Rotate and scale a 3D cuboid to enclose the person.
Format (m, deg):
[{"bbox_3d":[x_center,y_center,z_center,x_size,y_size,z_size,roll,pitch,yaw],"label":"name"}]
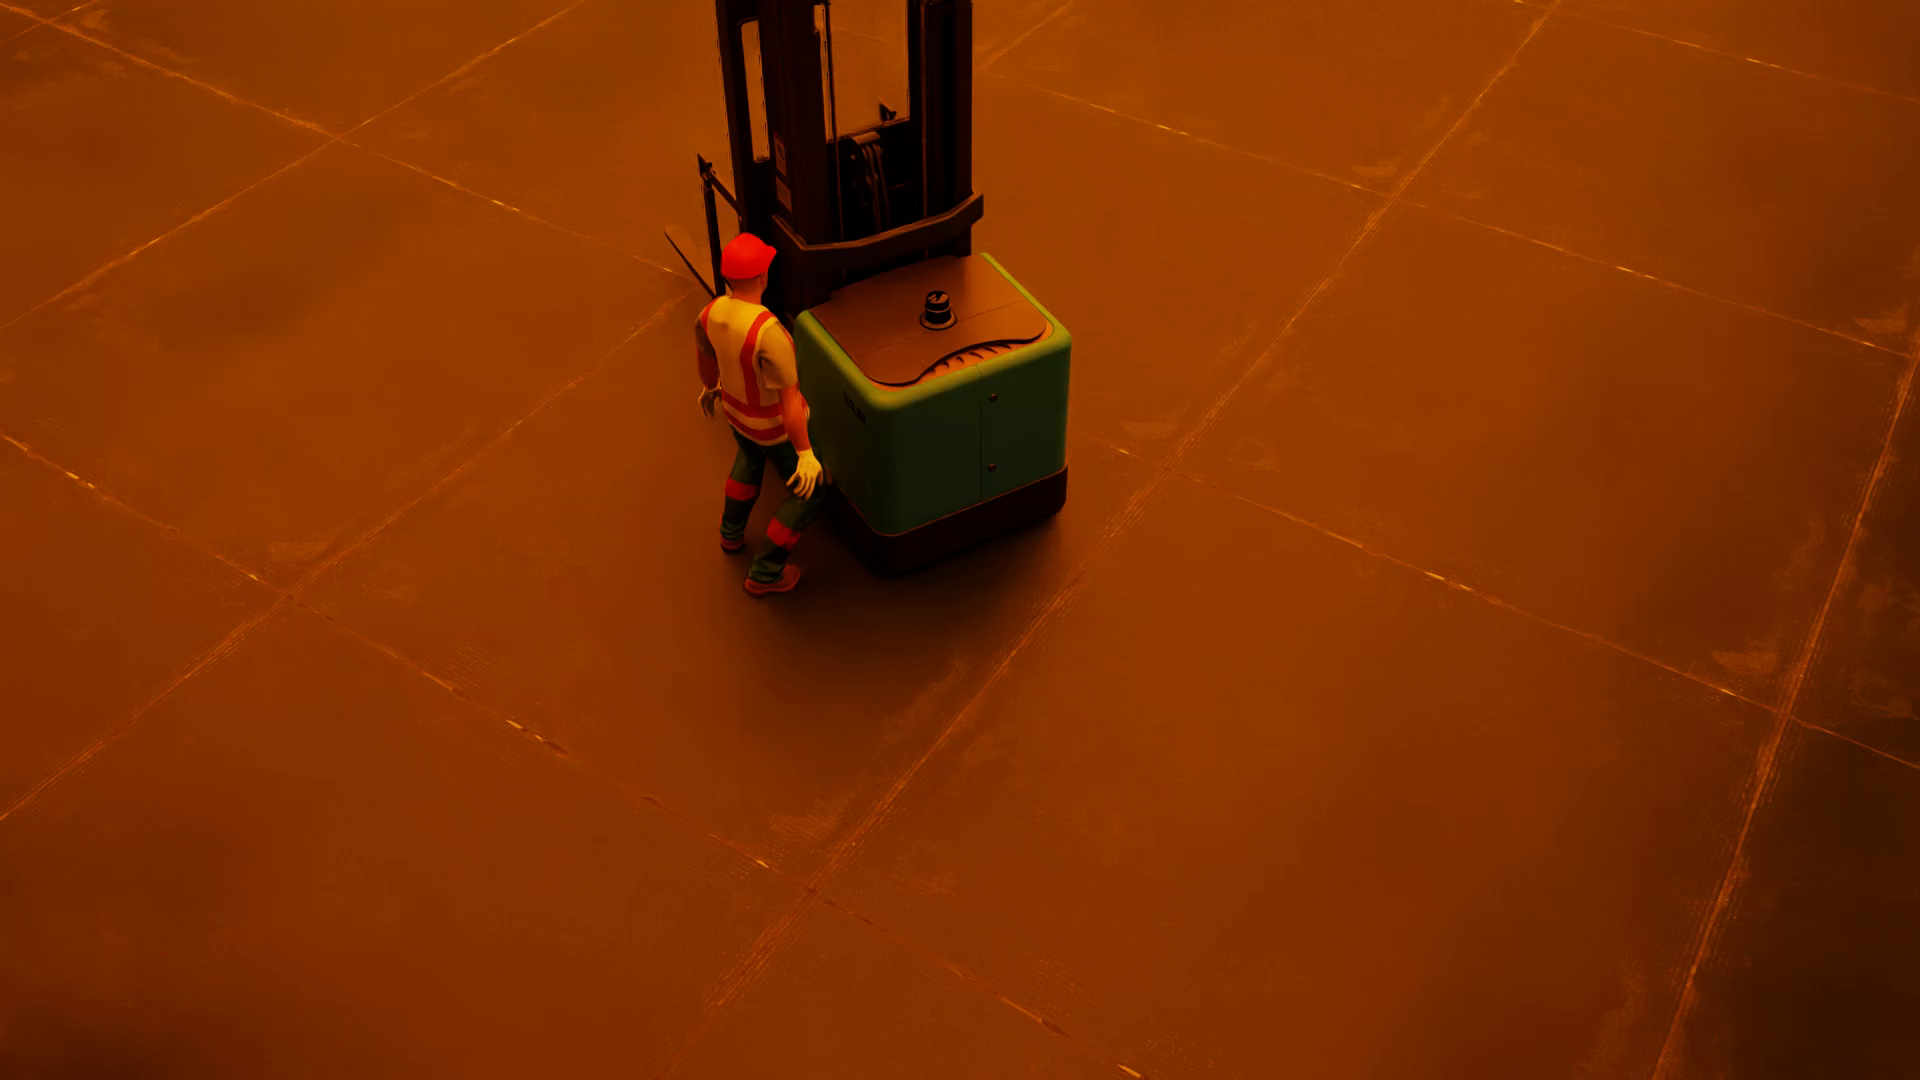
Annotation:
[{"bbox_3d":[-0.872,-0.506,7.276,0.510,1.701,0.894,-31,52,-29],"label":"person"}]

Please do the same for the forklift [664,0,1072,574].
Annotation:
[{"bbox_3d":[-0.655,-1.910,7.863,1.130,2.935,3.031,-22,48,-21],"label":"forklift"}]
